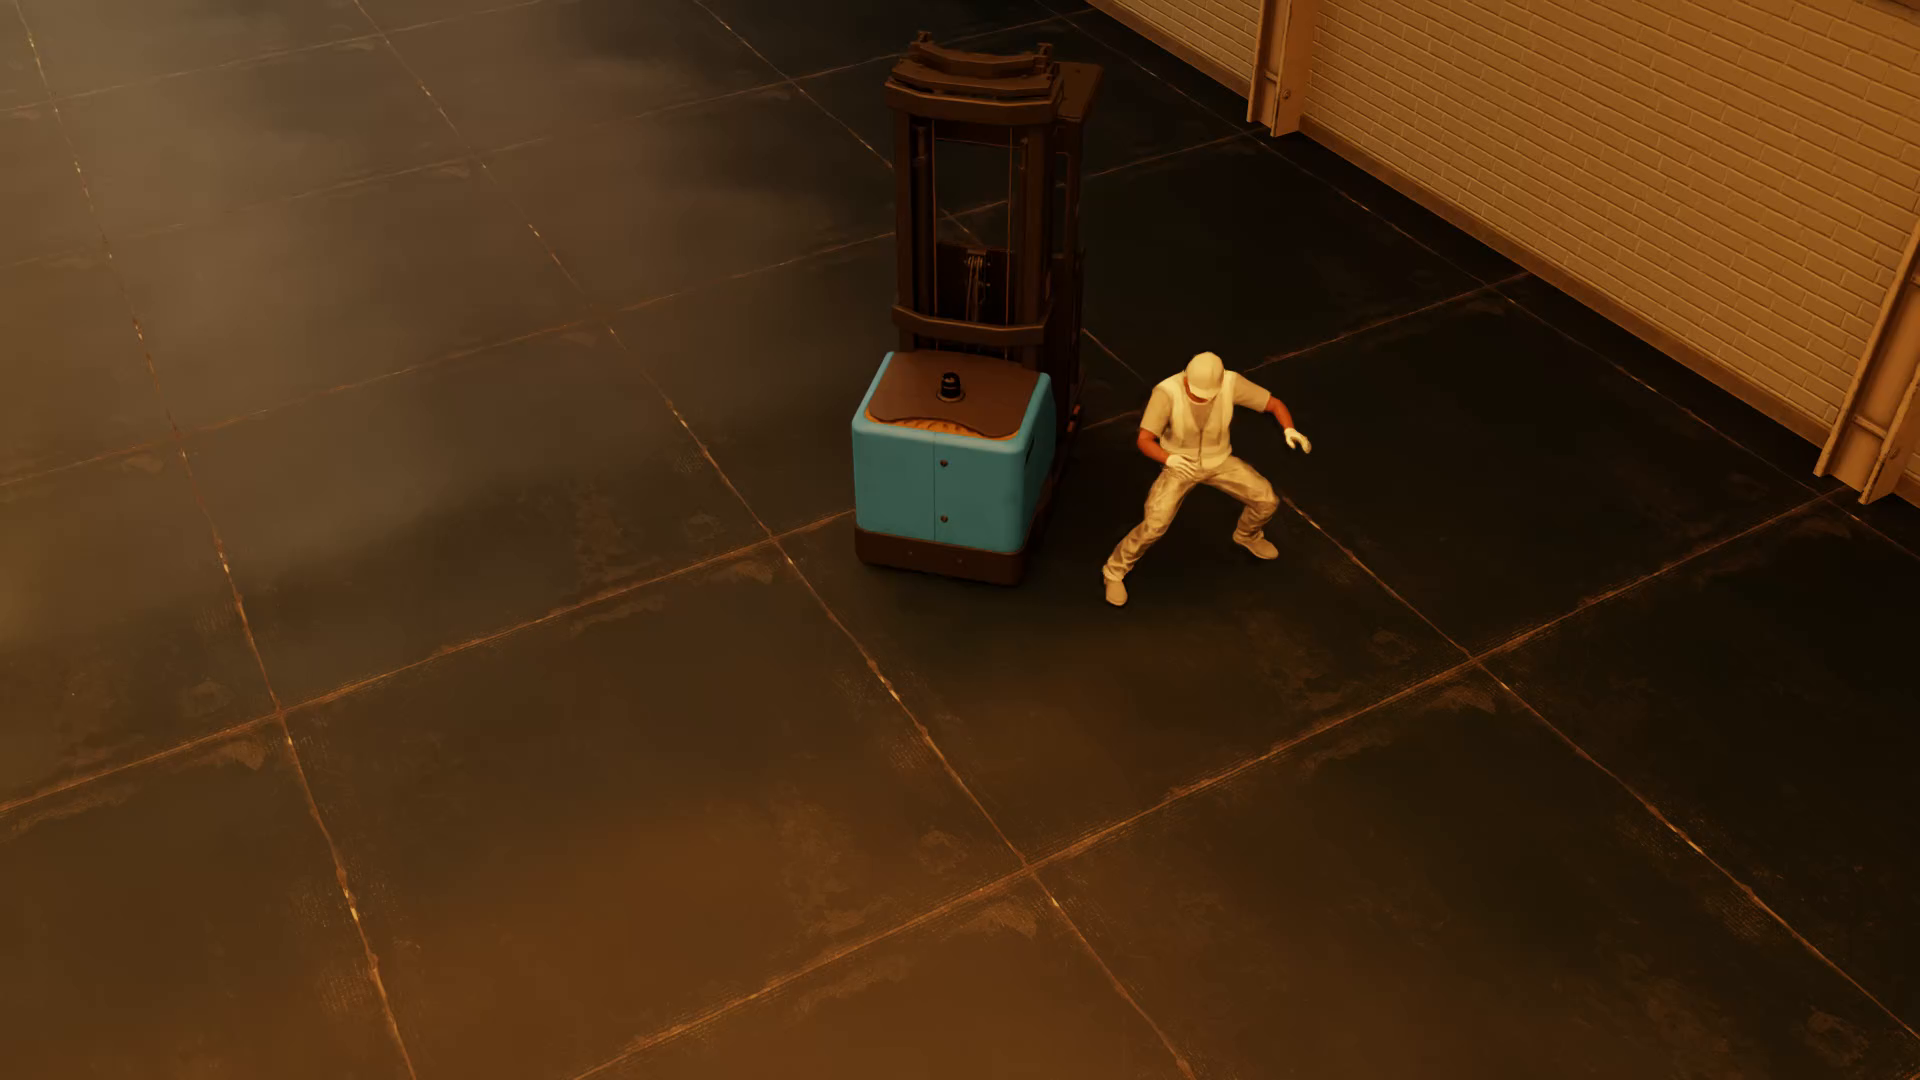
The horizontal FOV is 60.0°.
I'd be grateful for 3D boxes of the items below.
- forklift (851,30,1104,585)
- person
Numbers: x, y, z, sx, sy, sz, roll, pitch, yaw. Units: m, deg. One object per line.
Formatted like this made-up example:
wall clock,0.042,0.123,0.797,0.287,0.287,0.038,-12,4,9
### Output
forklift,0.217,-1.809,10.217,1.130,2.935,3.031,9,41,11
person,1.400,-0.402,9.617,1.119,1.532,0.737,-4,40,-4
